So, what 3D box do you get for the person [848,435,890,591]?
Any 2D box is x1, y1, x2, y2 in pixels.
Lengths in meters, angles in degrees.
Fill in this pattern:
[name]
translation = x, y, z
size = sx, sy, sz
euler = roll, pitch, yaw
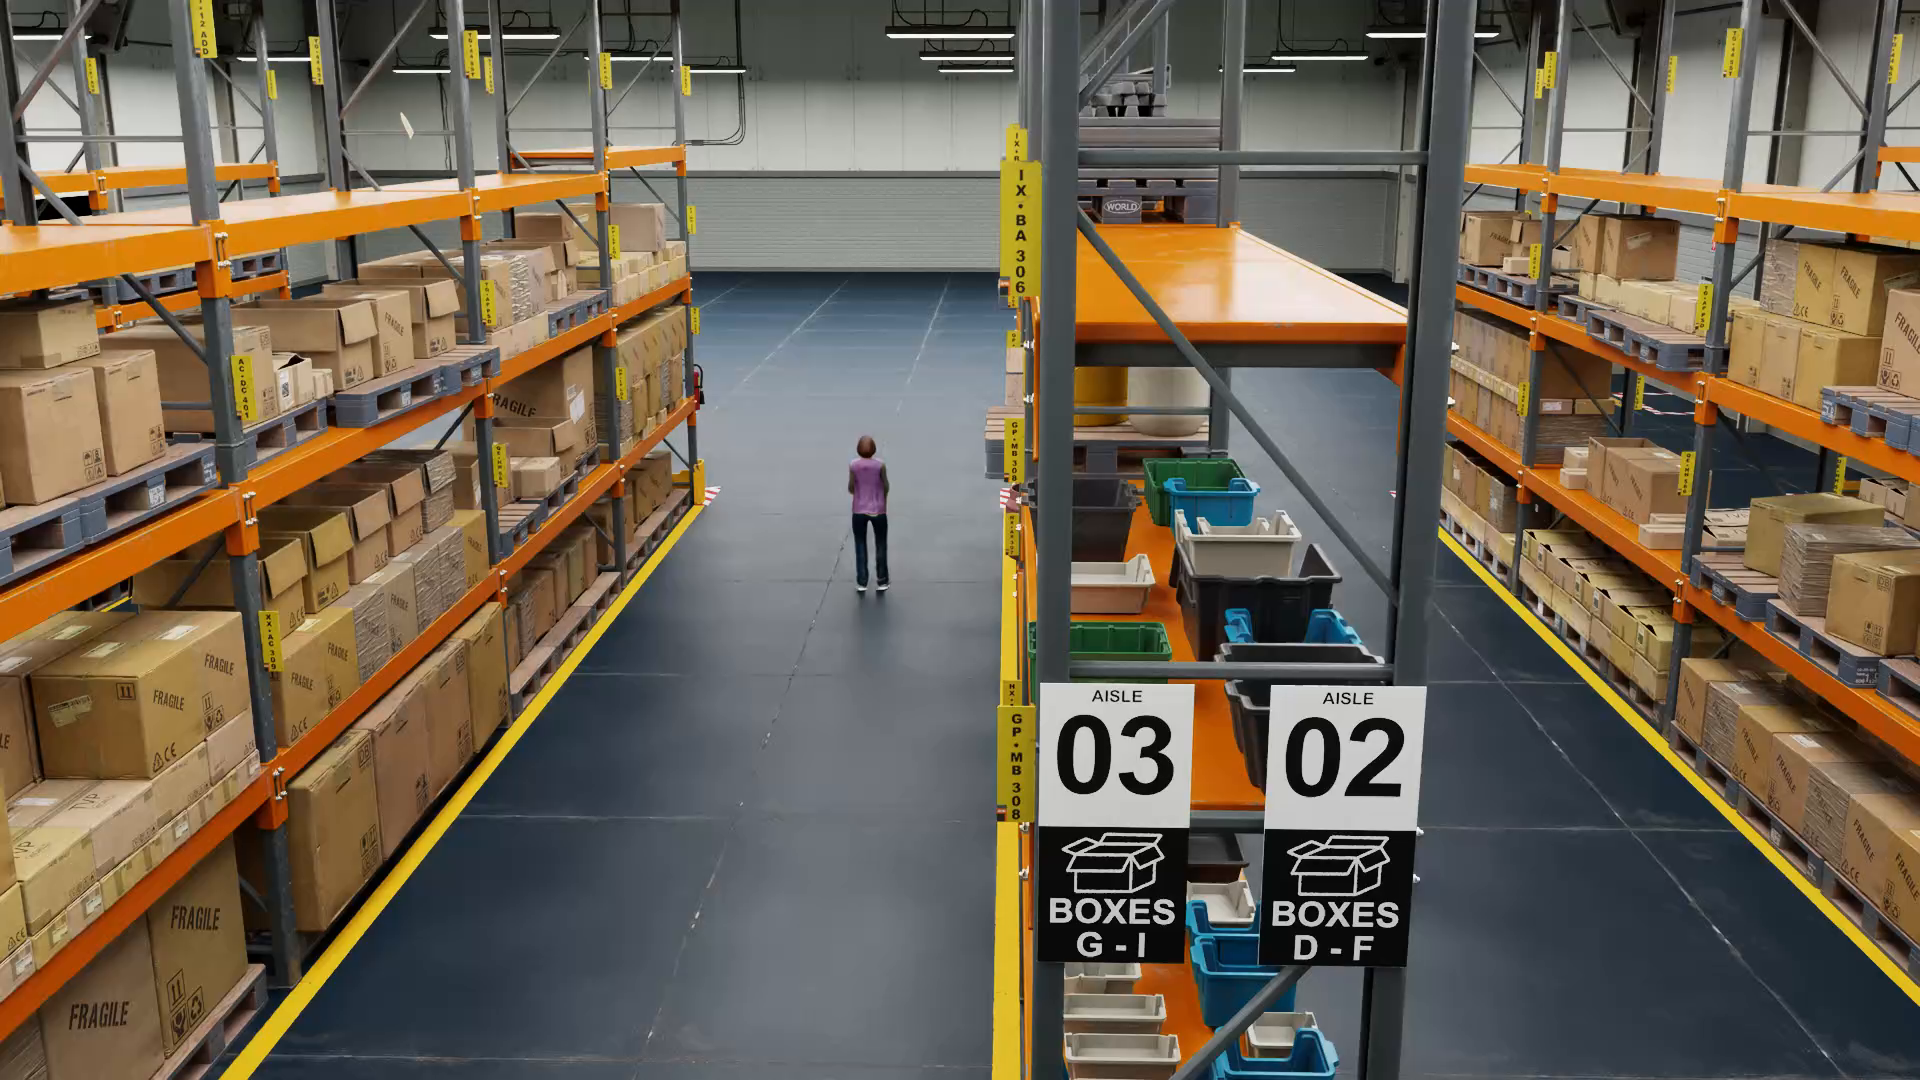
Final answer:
[person]
translation = -0.913, -0.290, 16.662
size = 0.414, 1.599, 0.473
euler = 0, 14, 1
